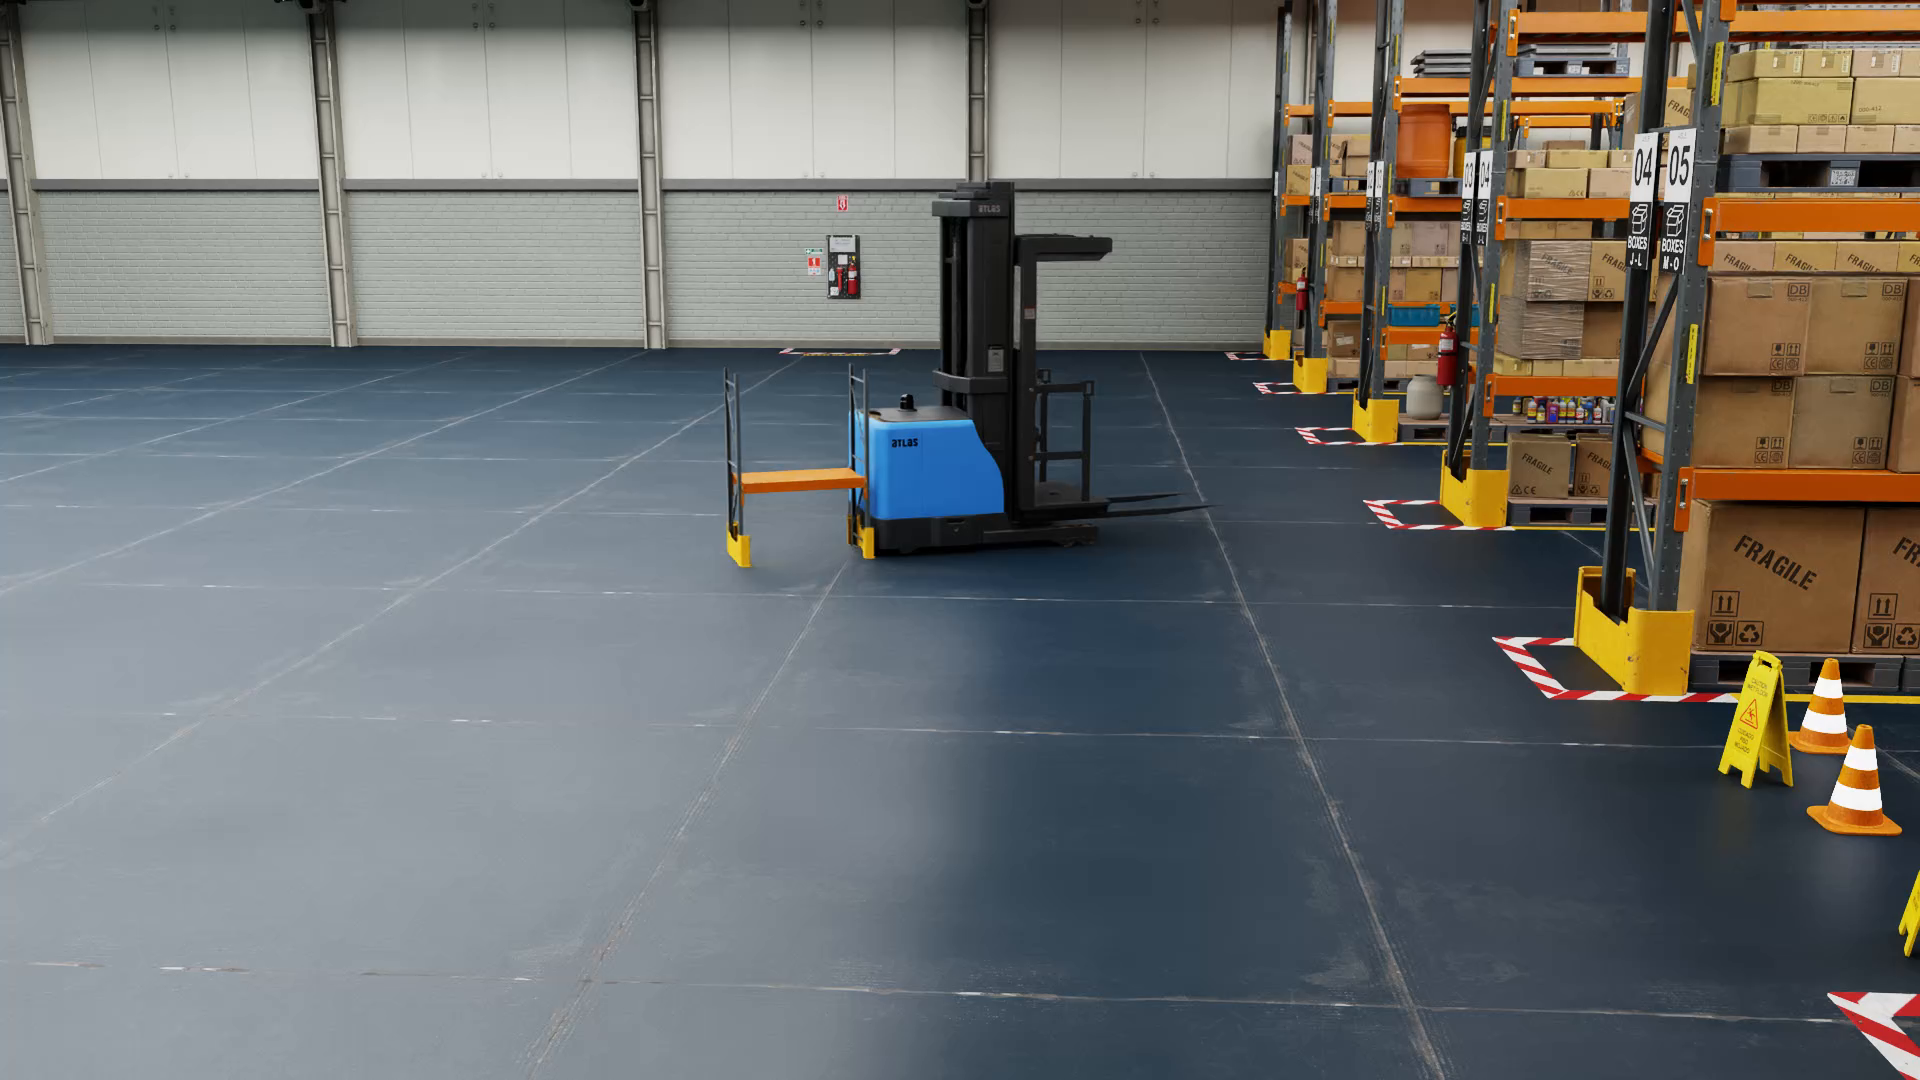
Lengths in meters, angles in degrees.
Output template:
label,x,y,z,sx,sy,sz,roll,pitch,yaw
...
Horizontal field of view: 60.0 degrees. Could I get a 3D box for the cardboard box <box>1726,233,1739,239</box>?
label,x,y,z,sx,sy,sz,roll,pitch,yaw
cardboard box,13.177,-5.205,28.591,0.250,0.149,0.380,-1,12,-4

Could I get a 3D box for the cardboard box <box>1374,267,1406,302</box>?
label,x,y,z,sx,sy,sz,roll,pitch,yaw
cardboard box,6.203,-3.756,24.321,0.500,0.500,0.700,1,12,5

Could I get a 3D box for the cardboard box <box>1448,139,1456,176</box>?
label,x,y,z,sx,sy,sz,roll,pitch,yaw
cardboard box,6.852,-5.435,23.654,0.500,0.500,0.500,1,12,4

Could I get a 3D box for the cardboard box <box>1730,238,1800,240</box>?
label,x,y,z,sx,sy,sz,roll,pitch,yaw
cardboard box,7.109,-2.399,14.667,0.500,0.500,0.500,1,12,4

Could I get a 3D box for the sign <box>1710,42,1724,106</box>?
label,x,y,z,sx,sy,sz,roll,pitch,yaw
sign,4.072,-2.508,8.946,0.005,0.325,0.100,1,12,4

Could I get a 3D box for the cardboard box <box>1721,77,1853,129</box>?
label,x,y,z,sx,sy,sz,roll,pitch,yaw
cardboard box,4.580,-2.422,9.235,0.500,0.250,0.500,1,12,4

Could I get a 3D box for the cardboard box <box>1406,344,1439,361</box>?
label,x,y,z,sx,sy,sz,roll,pitch,yaw
cardboard box,6.732,-2.885,24.263,0.500,0.500,0.500,1,12,4

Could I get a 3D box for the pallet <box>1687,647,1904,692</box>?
label,x,y,z,sx,sy,sz,roll,pitch,yaw
pallet,4.919,0.674,10.202,1.213,0.211,1.003,1,12,4

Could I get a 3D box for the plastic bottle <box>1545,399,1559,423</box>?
label,x,y,z,sx,sy,sz,roll,pitch,yaw
plastic bottle,6.892,-1.500,19.345,0.133,0.283,0.061,1,12,5

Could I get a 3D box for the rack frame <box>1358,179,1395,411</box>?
label,x,y,z,sx,sy,sz,roll,pitch,yaw
rack frame,4.879,-2.710,19.567,0.127,3.000,1.000,1,12,4

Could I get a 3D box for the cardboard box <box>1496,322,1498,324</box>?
label,x,y,z,sx,sy,sz,roll,pitch,yaw
cardboard box,7.765,-2.978,24.706,0.500,0.500,0.500,1,12,4

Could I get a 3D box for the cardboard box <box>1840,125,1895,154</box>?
label,x,y,z,sx,sy,sz,roll,pitch,yaw
cardboard box,4.940,-2.209,9.189,0.250,0.149,0.380,1,12,4

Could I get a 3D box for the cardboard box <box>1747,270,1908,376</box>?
label,x,y,z,sx,sy,sz,roll,pitch,yaw
cardboard box,5.038,-1.287,9.758,0.550,0.550,0.875,1,12,4

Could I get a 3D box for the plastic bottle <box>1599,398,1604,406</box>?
label,x,y,z,sx,sy,sz,roll,pitch,yaw
plastic bottle,7.539,-1.523,19.451,0.133,0.283,0.061,1,12,4

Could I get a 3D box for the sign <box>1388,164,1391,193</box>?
label,x,y,z,sx,sy,sz,roll,pitch,yaw
sign,4.838,-4.070,18.722,0.005,0.325,0.100,1,12,4

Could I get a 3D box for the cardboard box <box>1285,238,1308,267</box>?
label,x,y,z,sx,sy,sz,roll,pitch,yaw
cardboard box,6.025,-5.074,29.356,0.500,0.500,0.500,1,12,3

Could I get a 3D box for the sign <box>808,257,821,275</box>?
label,x,y,z,sx,sy,sz,roll,pitch,yaw
sign,-2.698,-5.071,30.766,0.234,0.329,0.001,1,12,4

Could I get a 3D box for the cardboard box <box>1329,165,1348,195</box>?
label,x,y,z,sx,sy,sz,roll,pitch,yaw
cardboard box,6.391,-6.191,28.587,0.500,0.500,0.500,2,12,8

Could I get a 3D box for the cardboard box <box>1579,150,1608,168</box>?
label,x,y,z,sx,sy,sz,roll,pitch,yaw
cardboard box,5.320,-3.235,14.146,0.250,0.149,0.380,1,12,3

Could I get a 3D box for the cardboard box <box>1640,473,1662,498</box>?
label,x,y,z,sx,sy,sz,roll,pitch,yaw
cardboard box,6.392,-0.655,14.820,0.500,0.500,0.500,2,12,9

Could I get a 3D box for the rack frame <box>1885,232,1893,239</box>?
label,x,y,z,sx,sy,sz,roll,pitch,yaw
rack frame,13.196,-3.613,23.884,0.053,2.616,0.949,1,12,4

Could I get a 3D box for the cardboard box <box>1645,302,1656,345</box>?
label,x,y,z,sx,sy,sz,roll,pitch,yaw
cardboard box,6.098,-1.882,14.636,0.500,0.500,0.875,1,12,4

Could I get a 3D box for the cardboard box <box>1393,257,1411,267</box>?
label,x,y,z,sx,sy,sz,roll,pitch,yaw
cardboard box,6.355,-4.028,24.041,0.250,0.149,0.380,1,12,3

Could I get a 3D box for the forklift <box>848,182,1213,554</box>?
label,x,y,z,sx,sy,sz,roll,pitch,yaw
forklift,0.629,-1.481,13.861,3.031,2.935,1.130,-4,12,-18

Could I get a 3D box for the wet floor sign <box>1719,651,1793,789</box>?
label,x,y,z,sx,sy,sz,roll,pitch,yaw
wet floor sign,3.954,0.870,8.202,0.232,0.644,0.267,-1,12,-6

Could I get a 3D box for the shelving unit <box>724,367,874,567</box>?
label,x,y,z,sx,sy,sz,roll,pitch,yaw
shelving unit,-1.279,-0.611,13.194,1.083,1.500,0.587,-4,12,-17

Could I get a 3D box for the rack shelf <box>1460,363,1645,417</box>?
label,x,y,z,sx,sy,sz,roll,pitch,yaw
rack shelf,6.543,-1.319,14.673,4.000,0.370,1.077,1,12,4

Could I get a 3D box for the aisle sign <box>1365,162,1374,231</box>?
label,x,y,z,sx,sy,sz,roll,pitch,yaw
aisle sign,4.827,-4.044,19.596,0.004,0.787,0.394,1,12,4

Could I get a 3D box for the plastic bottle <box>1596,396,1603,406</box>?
label,x,y,z,sx,sy,sz,roll,pitch,yaw
plastic bottle,7.742,-1.650,20.060,0.133,0.283,0.061,1,12,6

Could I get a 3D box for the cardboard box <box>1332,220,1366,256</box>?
label,x,y,z,sx,sy,sz,roll,pitch,yaw
cardboard box,5.731,-4.396,24.215,0.500,0.500,0.700,1,12,4

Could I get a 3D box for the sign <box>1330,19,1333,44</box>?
label,x,y,z,sx,sy,sz,roll,pitch,yaw
sign,5.170,-7.080,23.137,0.005,0.325,0.100,1,12,4

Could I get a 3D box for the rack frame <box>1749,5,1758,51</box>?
label,x,y,z,sx,sy,sz,roll,pitch,yaw
rack frame,13.523,-7.561,28.105,0.127,3.000,1.000,1,12,4

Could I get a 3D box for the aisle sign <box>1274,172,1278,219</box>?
label,x,y,z,sx,sy,sz,roll,pitch,yaw
aisle sign,5.449,-5.946,28.688,0.004,0.787,0.394,1,12,4

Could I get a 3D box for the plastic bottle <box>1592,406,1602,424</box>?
label,x,y,z,sx,sy,sz,roll,pitch,yaw
plastic bottle,7.413,-1.457,19.337,0.097,0.201,0.097,0,12,0

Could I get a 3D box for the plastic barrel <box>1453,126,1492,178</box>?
label,x,y,z,sx,sy,sz,roll,pitch,yaw
plastic barrel,6.025,-4.486,19.247,0.600,0.588,0.600,0,12,0

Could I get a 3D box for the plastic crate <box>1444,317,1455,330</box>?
label,x,y,z,sx,sy,sz,roll,pitch,yaw
plastic crate,5.750,-2.503,19.221,0.250,0.136,0.298,1,12,4

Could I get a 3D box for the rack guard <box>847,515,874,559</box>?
label,x,y,z,sx,sy,sz,roll,pitch,yaw
rack guard,-0.805,-0.030,13.469,0.087,0.250,0.587,-4,12,-17

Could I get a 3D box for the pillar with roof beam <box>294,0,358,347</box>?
label,x,y,z,sx,sy,sz,roll,pitch,yaw
pillar with roof beam,-11.950,-7.204,26.400,0.548,9.000,9.100,1,12,4

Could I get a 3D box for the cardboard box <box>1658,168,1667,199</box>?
label,x,y,z,sx,sy,sz,roll,pitch,yaw
cardboard box,6.020,-3.020,14.090,0.500,0.250,0.500,1,12,4

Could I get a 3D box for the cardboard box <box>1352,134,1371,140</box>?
label,x,y,z,sx,sy,sz,roll,pitch,yaw
cardboard box,6.918,-6.673,28.454,0.500,0.500,0.500,1,12,5

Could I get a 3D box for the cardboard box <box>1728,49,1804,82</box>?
label,x,y,z,sx,sy,sz,roll,pitch,yaw
cardboard box,4.427,-2.607,9.143,0.250,0.149,0.380,1,12,4

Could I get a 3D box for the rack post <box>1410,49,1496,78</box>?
label,x,y,z,sx,sy,sz,roll,pitch,yaw
rack post,5.625,-5.365,18.830,0.954,0.300,0.937,2,12,10

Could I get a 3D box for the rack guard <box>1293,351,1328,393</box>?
label,x,y,z,sx,sy,sz,roll,pitch,yaw
rack guard,5.190,-2.499,24.662,0.348,0.500,1.175,1,12,4

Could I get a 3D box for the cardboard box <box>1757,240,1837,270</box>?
label,x,y,z,sx,sy,sz,roll,pitch,yaw
cardboard box,7.074,-2.291,14.151,0.500,0.500,0.500,1,12,4

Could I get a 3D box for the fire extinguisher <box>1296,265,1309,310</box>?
label,x,y,z,sx,sy,sz,roll,pitch,yaw
fire extinguisher,5.127,-3.781,24.874,0.183,0.674,0.296,1,12,4

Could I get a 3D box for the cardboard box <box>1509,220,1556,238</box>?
label,x,y,z,sx,sy,sz,roll,pitch,yaw
cardboard box,8.257,-4.363,24.054,0.500,0.500,0.700,1,12,4

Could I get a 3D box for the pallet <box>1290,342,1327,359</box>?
label,x,y,z,sx,sy,sz,roll,pitch,yaw
pallet,6.425,-3.350,29.435,1.213,0.211,1.003,1,12,4

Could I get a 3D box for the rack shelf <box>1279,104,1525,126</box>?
label,x,y,z,sx,sy,sz,roll,pitch,yaw
rack shelf,7.536,-7.289,28.571,4.000,0.370,1.077,1,12,4

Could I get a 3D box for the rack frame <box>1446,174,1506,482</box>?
label,x,y,z,sx,sy,sz,roll,pitch,yaw
rack frame,4.548,-1.698,14.730,0.127,3.000,1.000,1,12,4
